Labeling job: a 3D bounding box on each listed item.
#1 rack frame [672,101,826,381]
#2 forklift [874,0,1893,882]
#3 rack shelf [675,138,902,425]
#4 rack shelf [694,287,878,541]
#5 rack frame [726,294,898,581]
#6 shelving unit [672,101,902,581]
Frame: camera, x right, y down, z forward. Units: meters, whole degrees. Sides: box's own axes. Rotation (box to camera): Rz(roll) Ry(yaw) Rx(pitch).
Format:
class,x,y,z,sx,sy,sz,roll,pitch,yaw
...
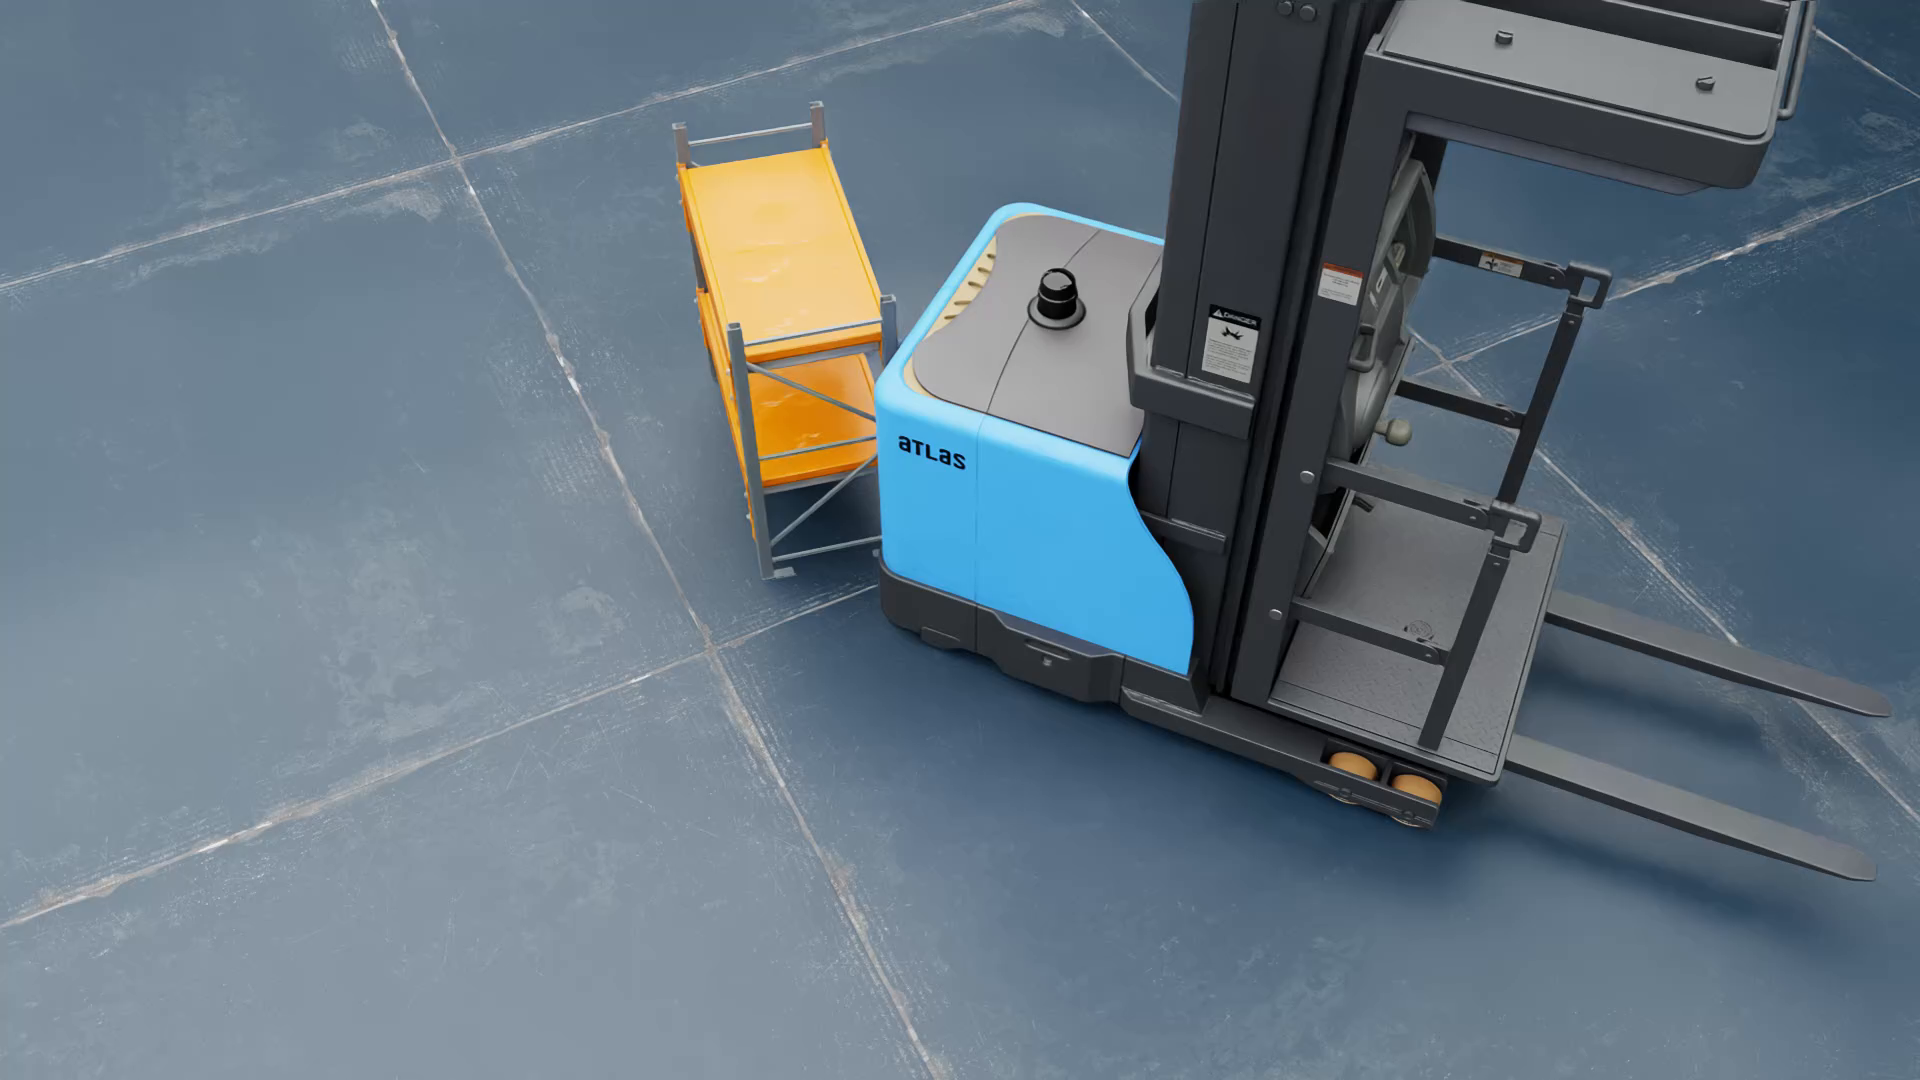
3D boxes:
class,x,y,z,sx,sy,sz,roll,pitch,yaw
rack frame,-0.698,-1.031,5.904,0.500,1.125,0.032,-12,50,-10
forklift,1.302,-0.565,4.297,3.031,2.935,1.130,19,51,16
rack shelf,-0.565,-0.854,5.361,0.538,0.278,1.000,-12,50,-10
rack shelf,-0.565,-0.501,5.765,0.538,0.278,1.000,-12,50,-10
rack frame,-0.432,-0.292,5.258,0.500,1.125,0.032,-12,50,-10
shelving unit,-0.565,-0.662,5.581,0.538,1.125,1.048,-12,50,-10
